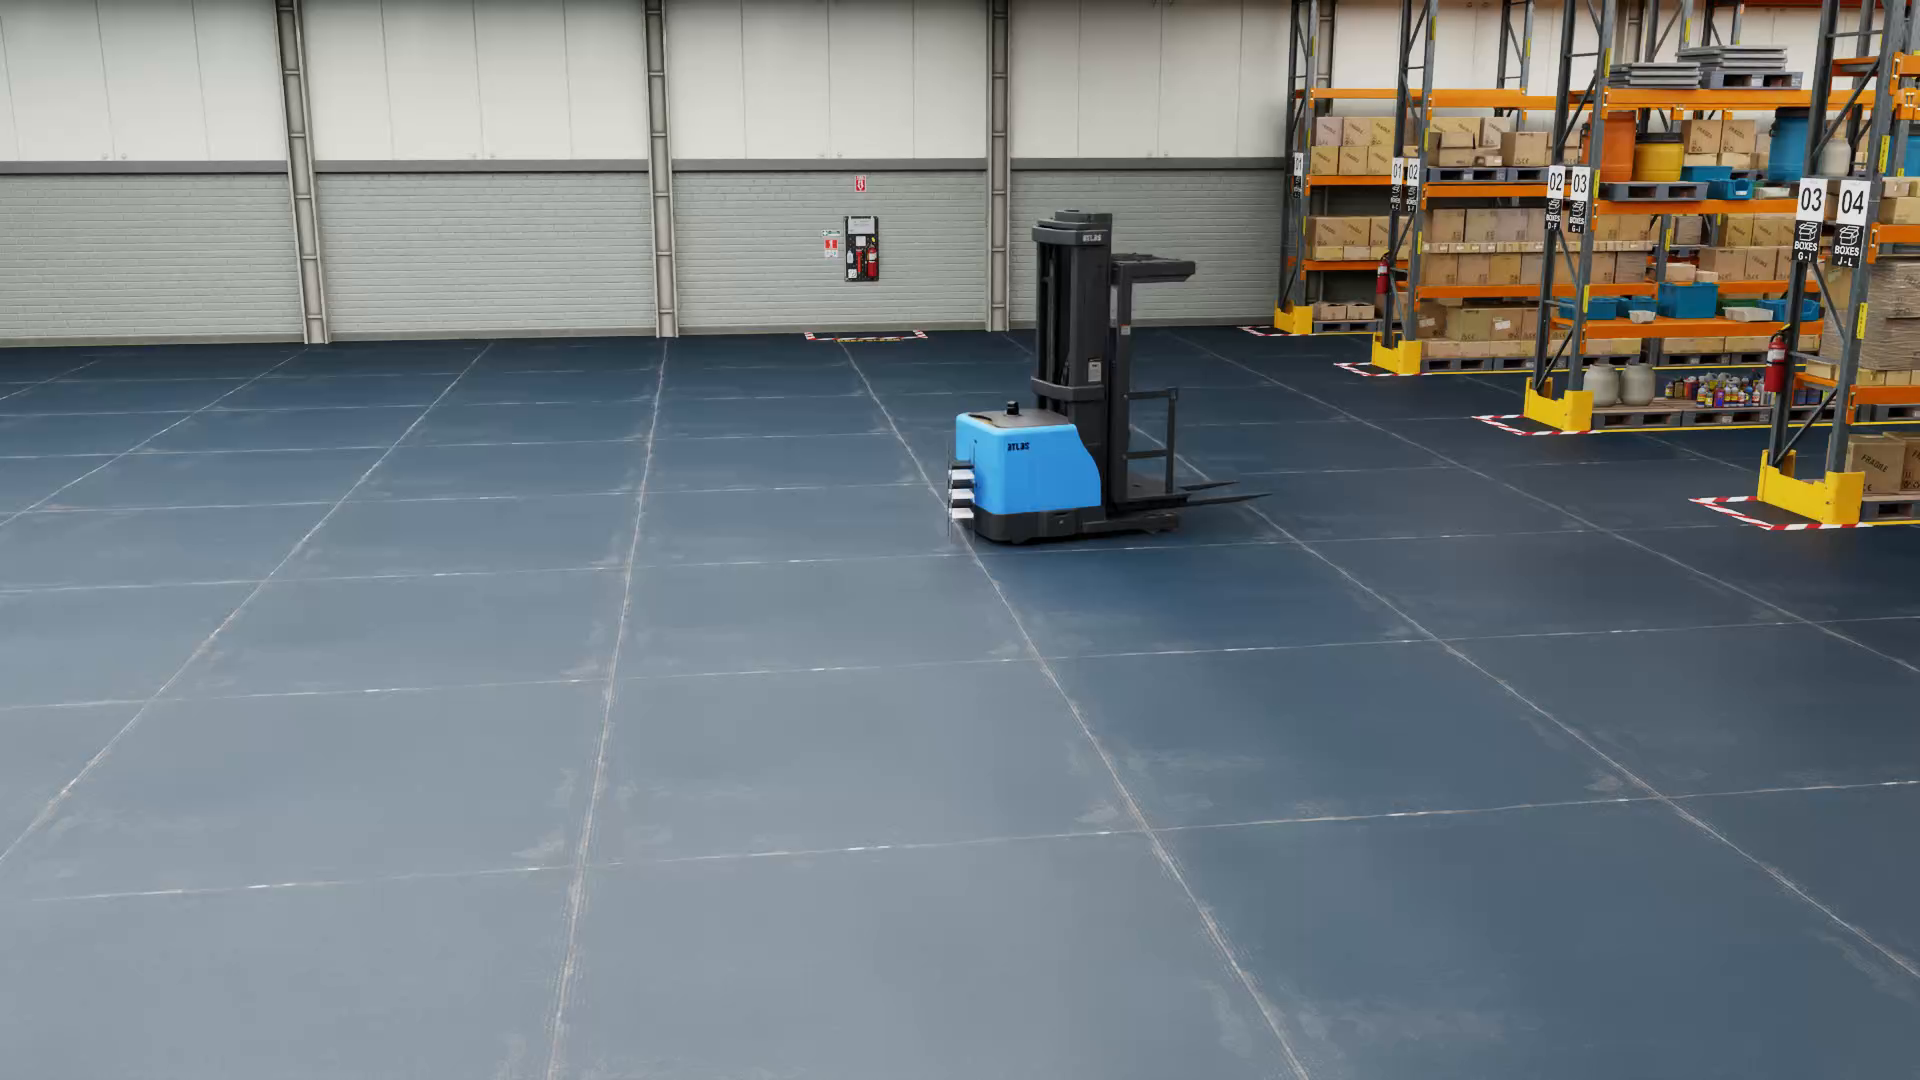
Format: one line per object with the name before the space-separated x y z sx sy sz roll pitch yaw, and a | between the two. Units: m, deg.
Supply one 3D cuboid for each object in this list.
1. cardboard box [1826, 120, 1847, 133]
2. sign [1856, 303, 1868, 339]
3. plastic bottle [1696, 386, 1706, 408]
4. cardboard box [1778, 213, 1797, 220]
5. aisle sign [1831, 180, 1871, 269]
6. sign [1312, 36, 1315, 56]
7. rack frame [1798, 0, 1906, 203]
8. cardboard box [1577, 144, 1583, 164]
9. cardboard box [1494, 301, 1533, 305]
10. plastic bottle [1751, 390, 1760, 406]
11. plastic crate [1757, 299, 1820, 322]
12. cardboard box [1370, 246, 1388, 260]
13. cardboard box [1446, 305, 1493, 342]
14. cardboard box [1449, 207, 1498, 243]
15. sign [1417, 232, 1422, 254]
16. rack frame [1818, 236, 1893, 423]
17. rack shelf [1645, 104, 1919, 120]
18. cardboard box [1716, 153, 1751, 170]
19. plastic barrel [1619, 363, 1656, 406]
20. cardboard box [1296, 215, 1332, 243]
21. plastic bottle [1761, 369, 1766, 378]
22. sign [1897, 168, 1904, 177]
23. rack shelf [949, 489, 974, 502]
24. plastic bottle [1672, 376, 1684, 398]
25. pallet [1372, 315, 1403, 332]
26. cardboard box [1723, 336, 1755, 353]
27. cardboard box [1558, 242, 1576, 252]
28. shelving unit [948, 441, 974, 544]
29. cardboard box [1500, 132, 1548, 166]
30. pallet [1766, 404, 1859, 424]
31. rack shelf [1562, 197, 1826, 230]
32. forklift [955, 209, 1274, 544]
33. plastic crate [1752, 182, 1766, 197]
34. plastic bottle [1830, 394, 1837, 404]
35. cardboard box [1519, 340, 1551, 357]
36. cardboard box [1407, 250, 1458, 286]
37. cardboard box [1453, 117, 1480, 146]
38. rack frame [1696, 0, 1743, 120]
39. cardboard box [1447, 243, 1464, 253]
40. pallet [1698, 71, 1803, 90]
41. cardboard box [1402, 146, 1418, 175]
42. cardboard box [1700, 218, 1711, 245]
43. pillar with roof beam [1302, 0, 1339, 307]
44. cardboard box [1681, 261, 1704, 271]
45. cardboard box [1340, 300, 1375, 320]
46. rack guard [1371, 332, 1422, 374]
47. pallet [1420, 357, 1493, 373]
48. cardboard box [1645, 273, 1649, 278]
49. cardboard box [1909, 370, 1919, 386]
cardboard box | 16.489 -7.807 31.394 0.500 0.250 0.500 -3 14 -10
sign | 8.351 -2.030 15.399 0.005 0.325 0.100 -2 14 -8
plastic bottle | 9.371 -1.813 21.017 0.097 0.271 0.097 0 14 0
cardboard box | 15.479 -6.164 31.264 0.500 0.250 0.500 -2 14 -8
aisle sign | 8.253 -2.927 15.412 0.004 0.787 0.394 -2 14 -8
sign | 6.137 -8.586 28.904 0.005 0.325 0.100 -2 14 -8
rack frame | 8.270 -4.651 15.295 0.127 3.000 1.000 -2 14 -8
cardboard box | 9.682 -5.978 25.785 0.500 0.311 0.500 -3 14 -11
cardboard box | 8.765 -3.506 26.311 0.500 0.500 0.500 -2 14 -8
plastic bottle | 10.110 -1.806 21.133 0.097 0.201 0.097 0 14 0
plastic crate | 10.433 -2.900 20.951 0.616 0.251 0.499 -2 14 -8
cardboard box | 7.602 -5.233 30.216 0.500 0.250 0.500 -2 14 -9
cardboard box | 7.855 -3.342 25.657 0.500 0.500 0.500 -2 14 -8
cardboard box | 7.833 -4.838 25.501 0.500 0.500 0.700 -2 14 -10
sign | 6.874 -4.448 24.878 0.005 0.325 0.100 -2 14 -8
rack frame | 11.487 -3.077 21.353 0.127 3.000 1.000 -2 14 -8
rack shelf | 12.731 -6.708 25.800 4.000 0.370 1.077 -2 14 -8
cardboard box | 11.906 -5.895 25.869 0.500 0.250 0.500 -4 15 -14
plastic barrel | 8.667 -1.989 21.268 0.421 0.512 0.421 0 14 0
cardboard box | 6.490 -5.684 30.474 0.500 0.500 0.500 -2 14 -9
plastic bottle | 10.627 -2.076 21.903 0.185 0.351 0.144 -2 14 -7
sign | 11.558 -4.404 20.458 0.005 0.325 0.100 -2 14 -8
rack shelf | 0.008 -0.404 15.150 0.200 0.077 0.258 -2 14 -8
plastic bottle | 9.395 -2.009 21.772 0.133 0.283 0.061 -2 14 -7
pallet | 8.143 -4.030 30.884 1.213 0.211 1.003 -2 14 -8
cardboard box | 12.206 -3.131 26.359 0.500 0.250 0.500 -3 14 -10
cardboard box | 9.260 -4.525 25.587 0.250 0.149 0.380 -2 14 -7
shelving unit | 0.008 -0.437 15.142 0.210 0.900 0.258 -2 14 -8
cardboard box | 8.480 -5.893 25.059 0.500 0.500 0.500 -2 14 -8
pallet | 10.817 -1.710 21.635 1.213 0.211 1.003 -2 14 -8
rack shelf | 9.509 -4.111 20.787 4.000 0.370 1.077 -2 14 -8
forklift | 1.517 -1.593 15.577 3.031 2.935 1.130 -6 15 -21
plastic crate | 9.886 -4.438 21.047 0.450 0.188 0.336 -2 14 -8
plastic bottle | 11.175 -1.845 21.289 0.097 0.201 0.097 0 14 0
cardboard box | 8.844 -3.014 25.889 0.500 0.250 0.500 -2 14 -8
cardboard box | 7.261 -4.186 25.570 0.500 0.500 0.700 -2 14 -8
cardboard box | 9.013 -7.352 29.932 0.500 0.500 0.500 -1 14 -5
rack frame | 13.967 -8.515 30.704 0.127 3.000 1.000 -2 14 -8
cardboard box | 7.478 -4.459 25.326 0.250 0.149 0.380 -2 14 -10
pallet | 9.467 -5.620 20.370 1.213 0.211 1.003 -2 14 -8
cardboard box | 8.000 -6.835 29.926 0.500 0.500 0.500 -1 14 -5
cardboard box | 14.394 -5.888 31.704 0.500 0.500 0.500 -2 14 -8
pillar with roof beam | 7.261 -7.423 26.349 0.400 9.000 9.100 -2 14 -8
cardboard box | 11.595 -4.280 26.424 0.258 0.266 0.396 -2 14 -10
cardboard box | 7.317 -4.248 30.647 0.500 0.311 0.500 -1 14 -4
rack guard | 6.774 -2.910 25.827 0.348 0.500 1.175 -2 14 -8
pallet | 7.548 -2.809 26.016 1.213 0.211 1.003 -2 14 -8
cardboard box | 12.689 -4.926 31.416 0.500 0.250 0.500 -2 14 -7
cardboard box | 9.087 -1.582 15.907 0.250 0.149 0.380 -2 14 -8
